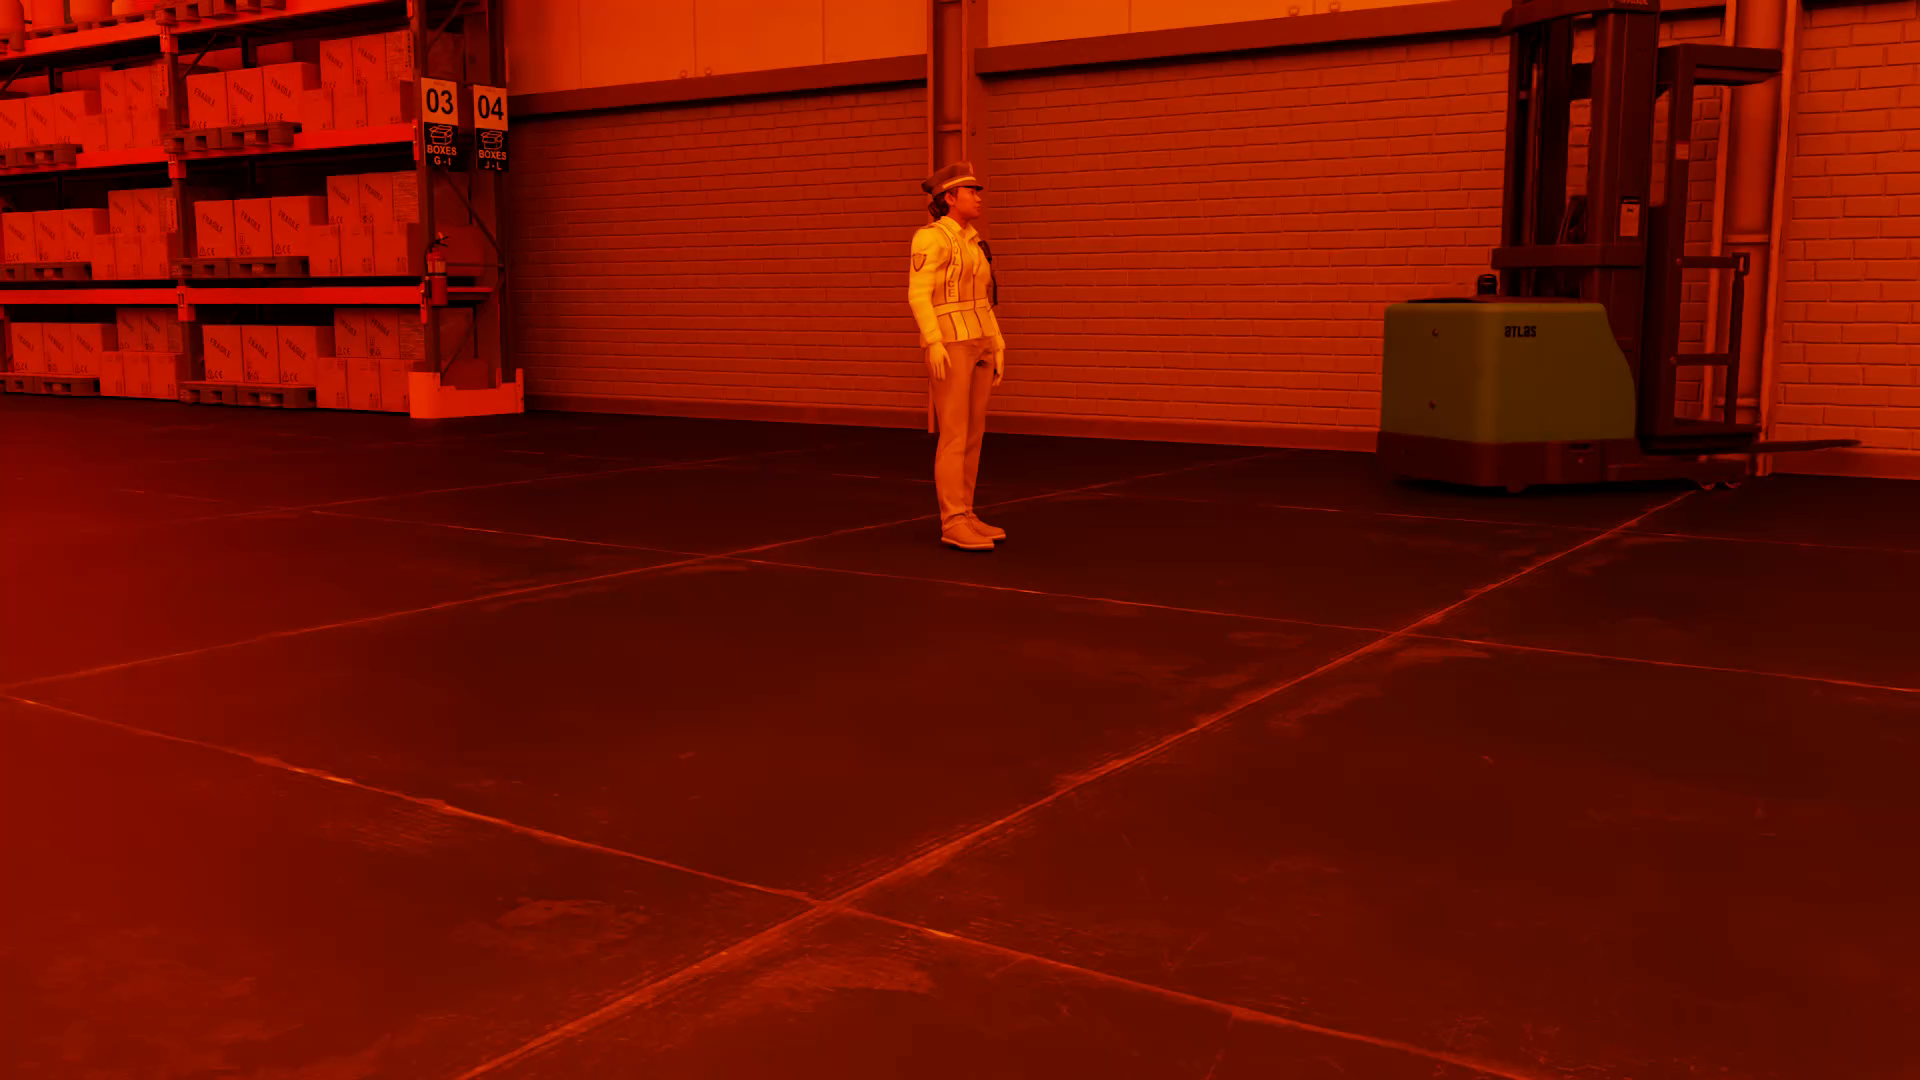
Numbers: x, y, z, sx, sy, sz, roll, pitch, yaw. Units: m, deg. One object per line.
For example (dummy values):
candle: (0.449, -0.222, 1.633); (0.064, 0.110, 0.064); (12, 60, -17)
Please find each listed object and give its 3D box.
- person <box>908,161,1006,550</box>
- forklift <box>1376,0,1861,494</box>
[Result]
person: (0.053, -0.840, 7.439); (0.530, 1.694, 0.586); (5, 10, 34)
forklift: (4.080, -1.813, 9.942); (3.031, 2.935, 1.130); (-3, 9, -21)
